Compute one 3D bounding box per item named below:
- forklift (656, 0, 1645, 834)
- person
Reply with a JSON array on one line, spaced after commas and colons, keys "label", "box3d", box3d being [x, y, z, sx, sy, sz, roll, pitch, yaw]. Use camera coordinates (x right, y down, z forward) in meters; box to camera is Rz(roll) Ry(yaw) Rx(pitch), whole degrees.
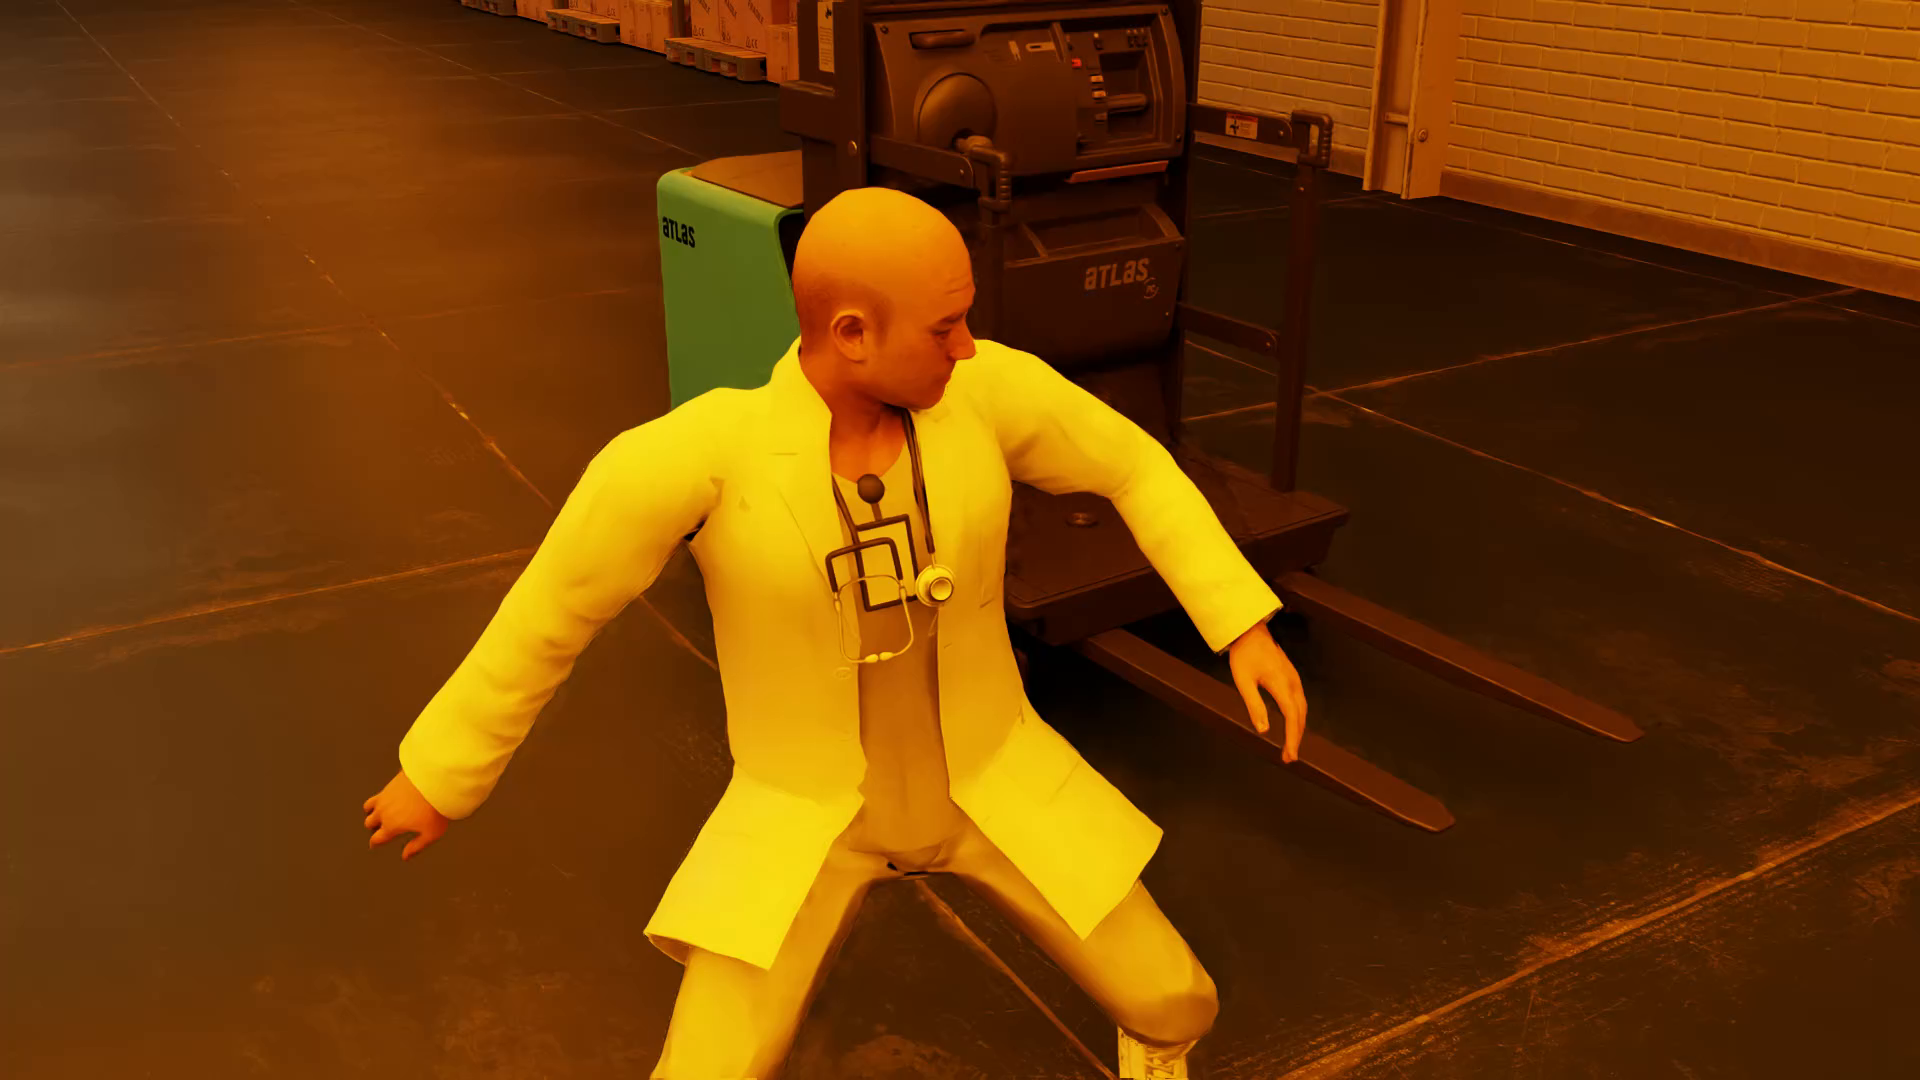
[{"label": "forklift", "box3d": [0.319, -1.134, 4.037, 1.130, 2.935, 3.031, -15, 27, -32]}, {"label": "person", "box3d": [-0.162, 0.361, 2.240, 1.223, 1.684, 0.571, -6, 23, -15]}]
